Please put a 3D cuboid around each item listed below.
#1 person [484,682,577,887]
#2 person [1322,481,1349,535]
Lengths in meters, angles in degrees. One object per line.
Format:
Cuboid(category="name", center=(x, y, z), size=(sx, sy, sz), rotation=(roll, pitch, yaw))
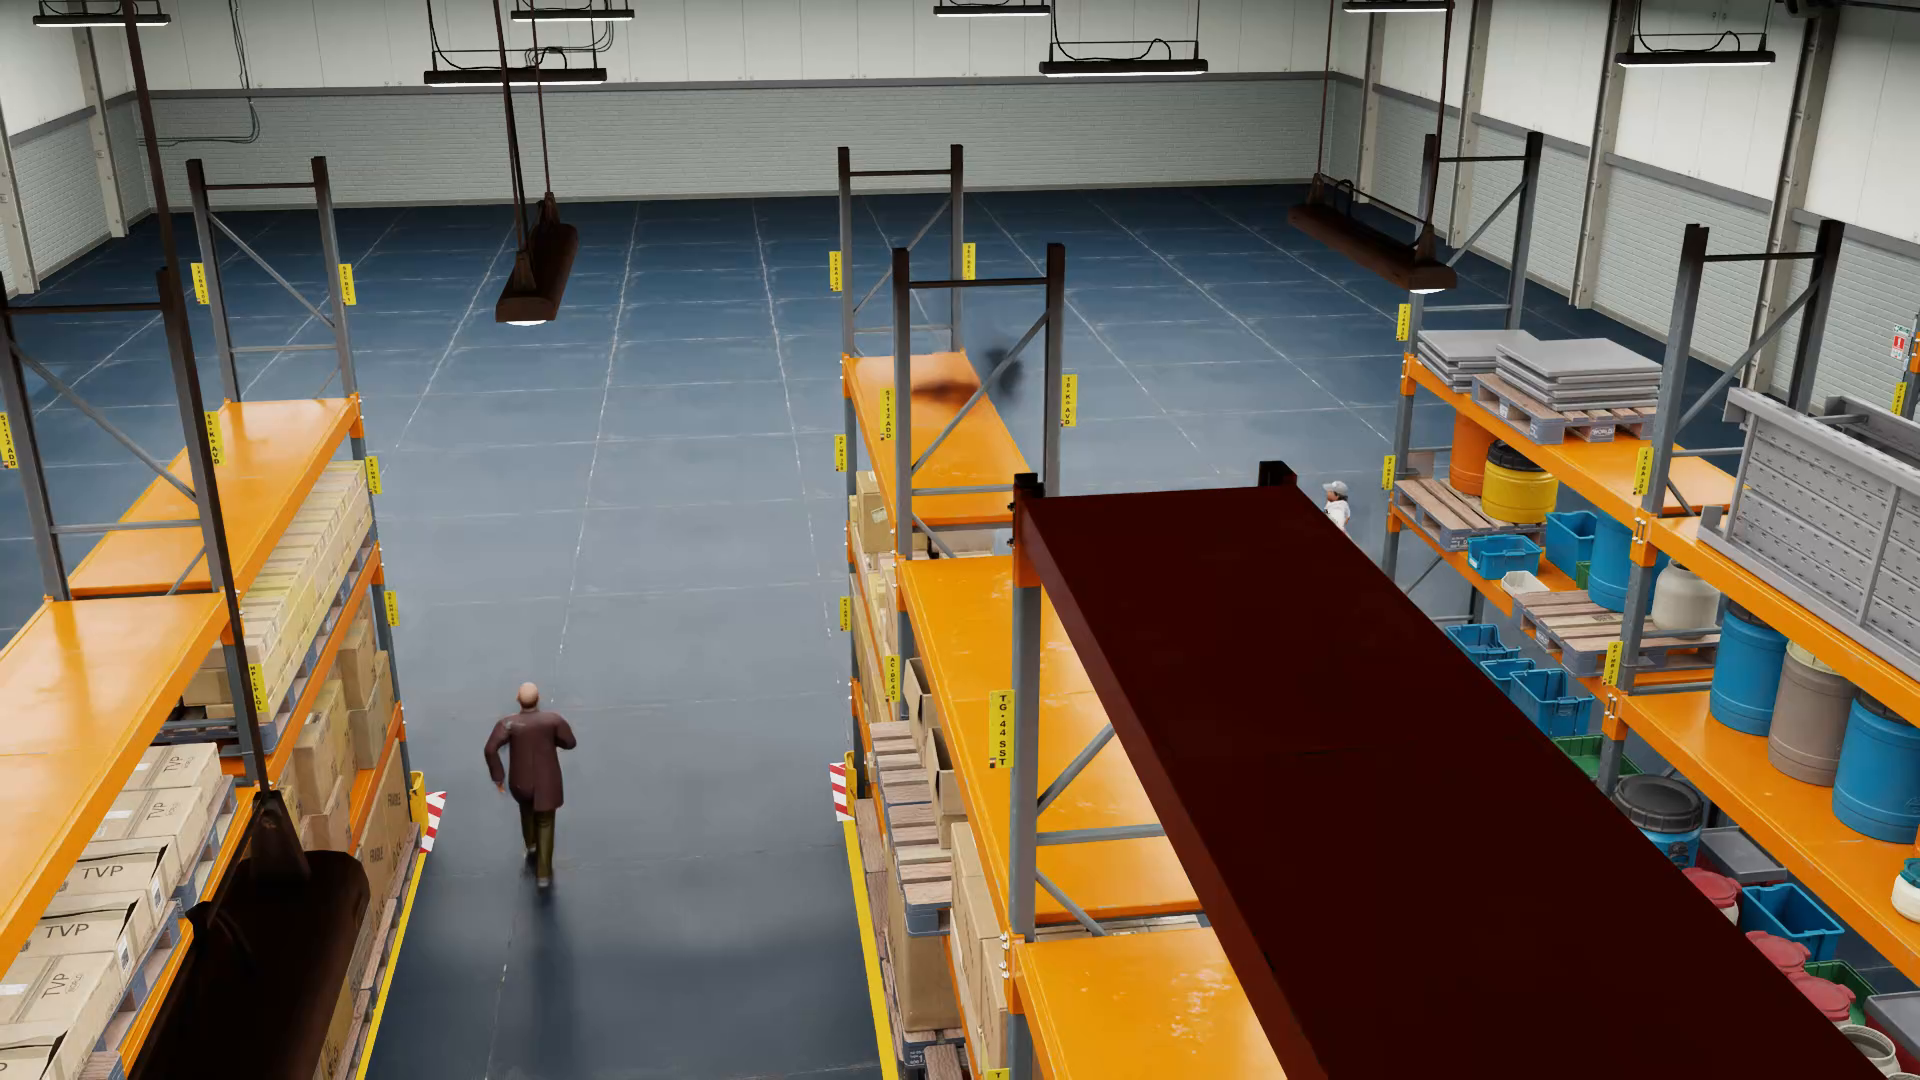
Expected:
Cuboid(category="person", center=(-3.582, 2.073, 14.046), size=(0.724, 1.824, 0.898), rotation=(-3, 22, -7))
Cuboid(category="person", center=(4.317, 0.083, 19.233), size=(0.688, 1.621, 0.613), rotation=(6, 22, 16))
